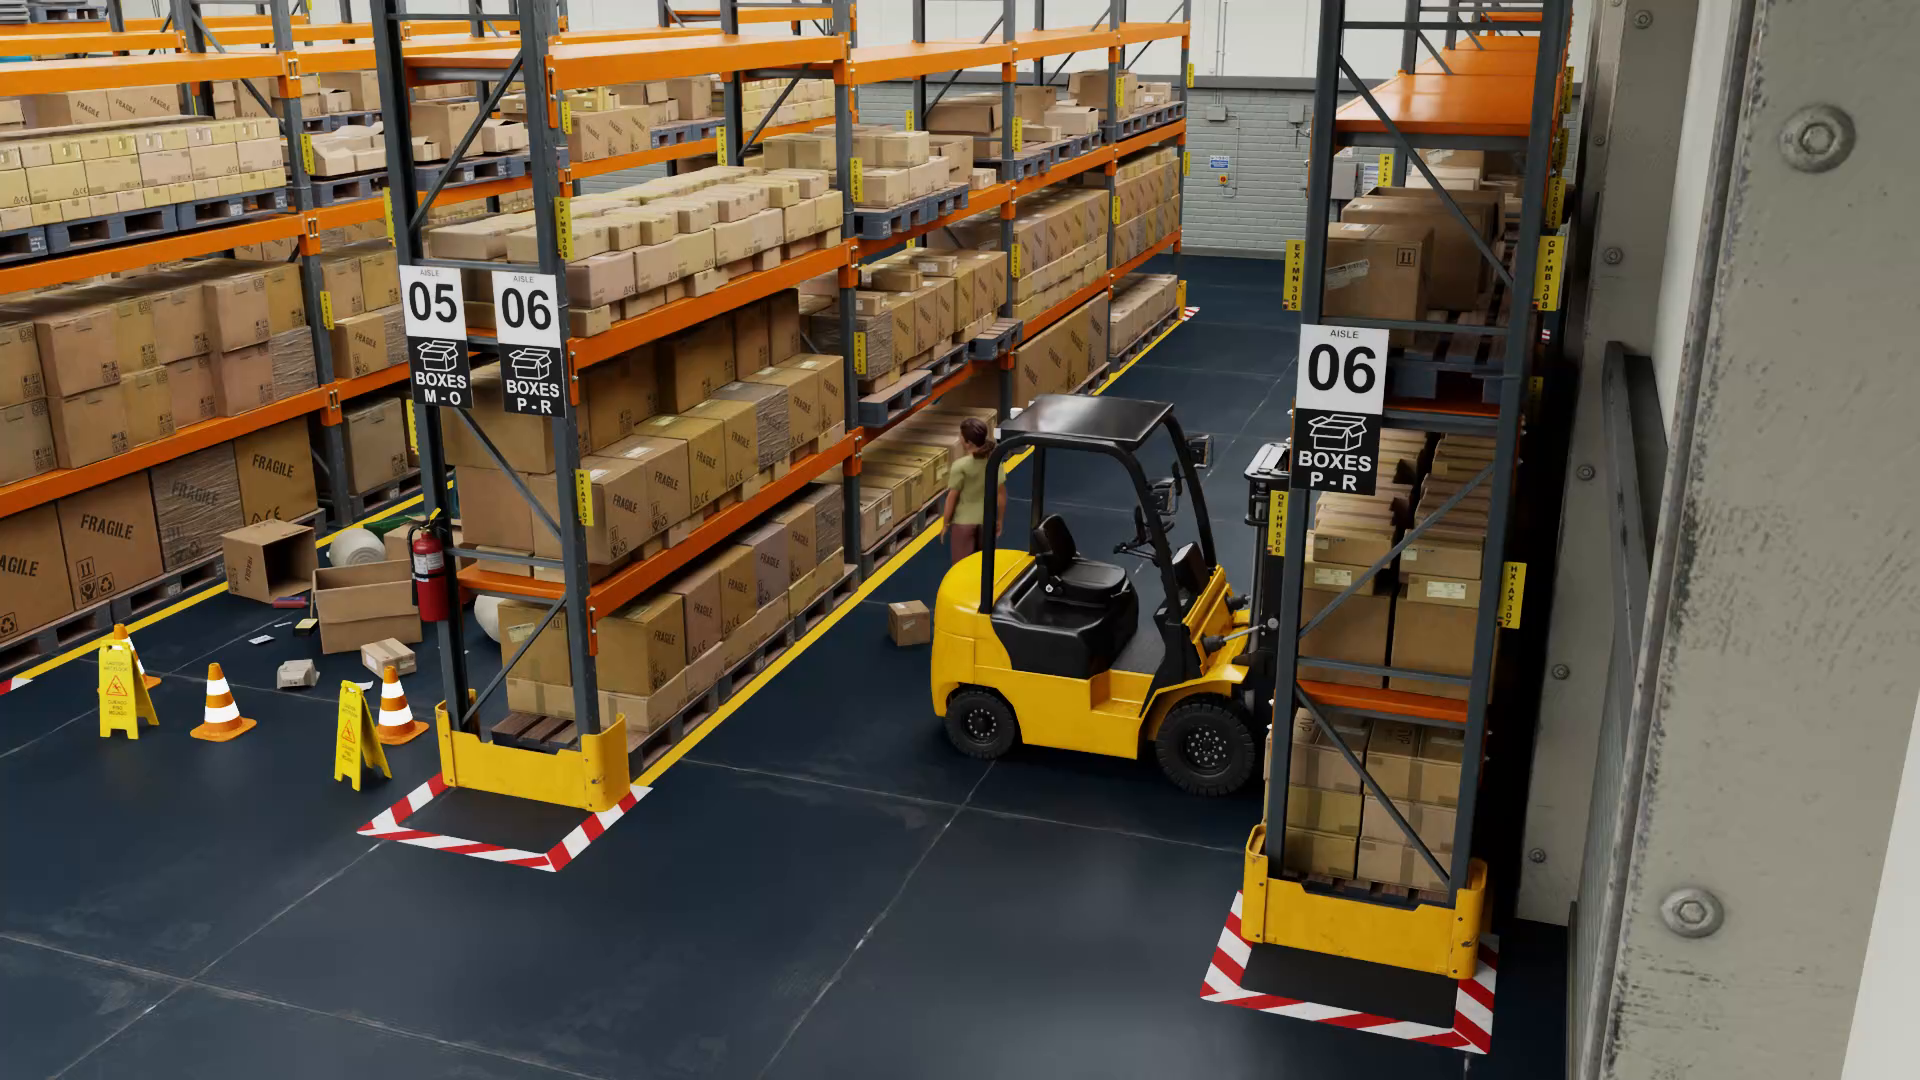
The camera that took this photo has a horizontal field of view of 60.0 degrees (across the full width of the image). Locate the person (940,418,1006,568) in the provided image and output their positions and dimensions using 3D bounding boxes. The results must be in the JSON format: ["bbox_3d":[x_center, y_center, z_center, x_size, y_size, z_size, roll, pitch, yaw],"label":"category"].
[{"bbox_3d":[0.099,-0.100,12.347,0.521,1.680,0.401,-8,20,-22],"label":"person"}]
